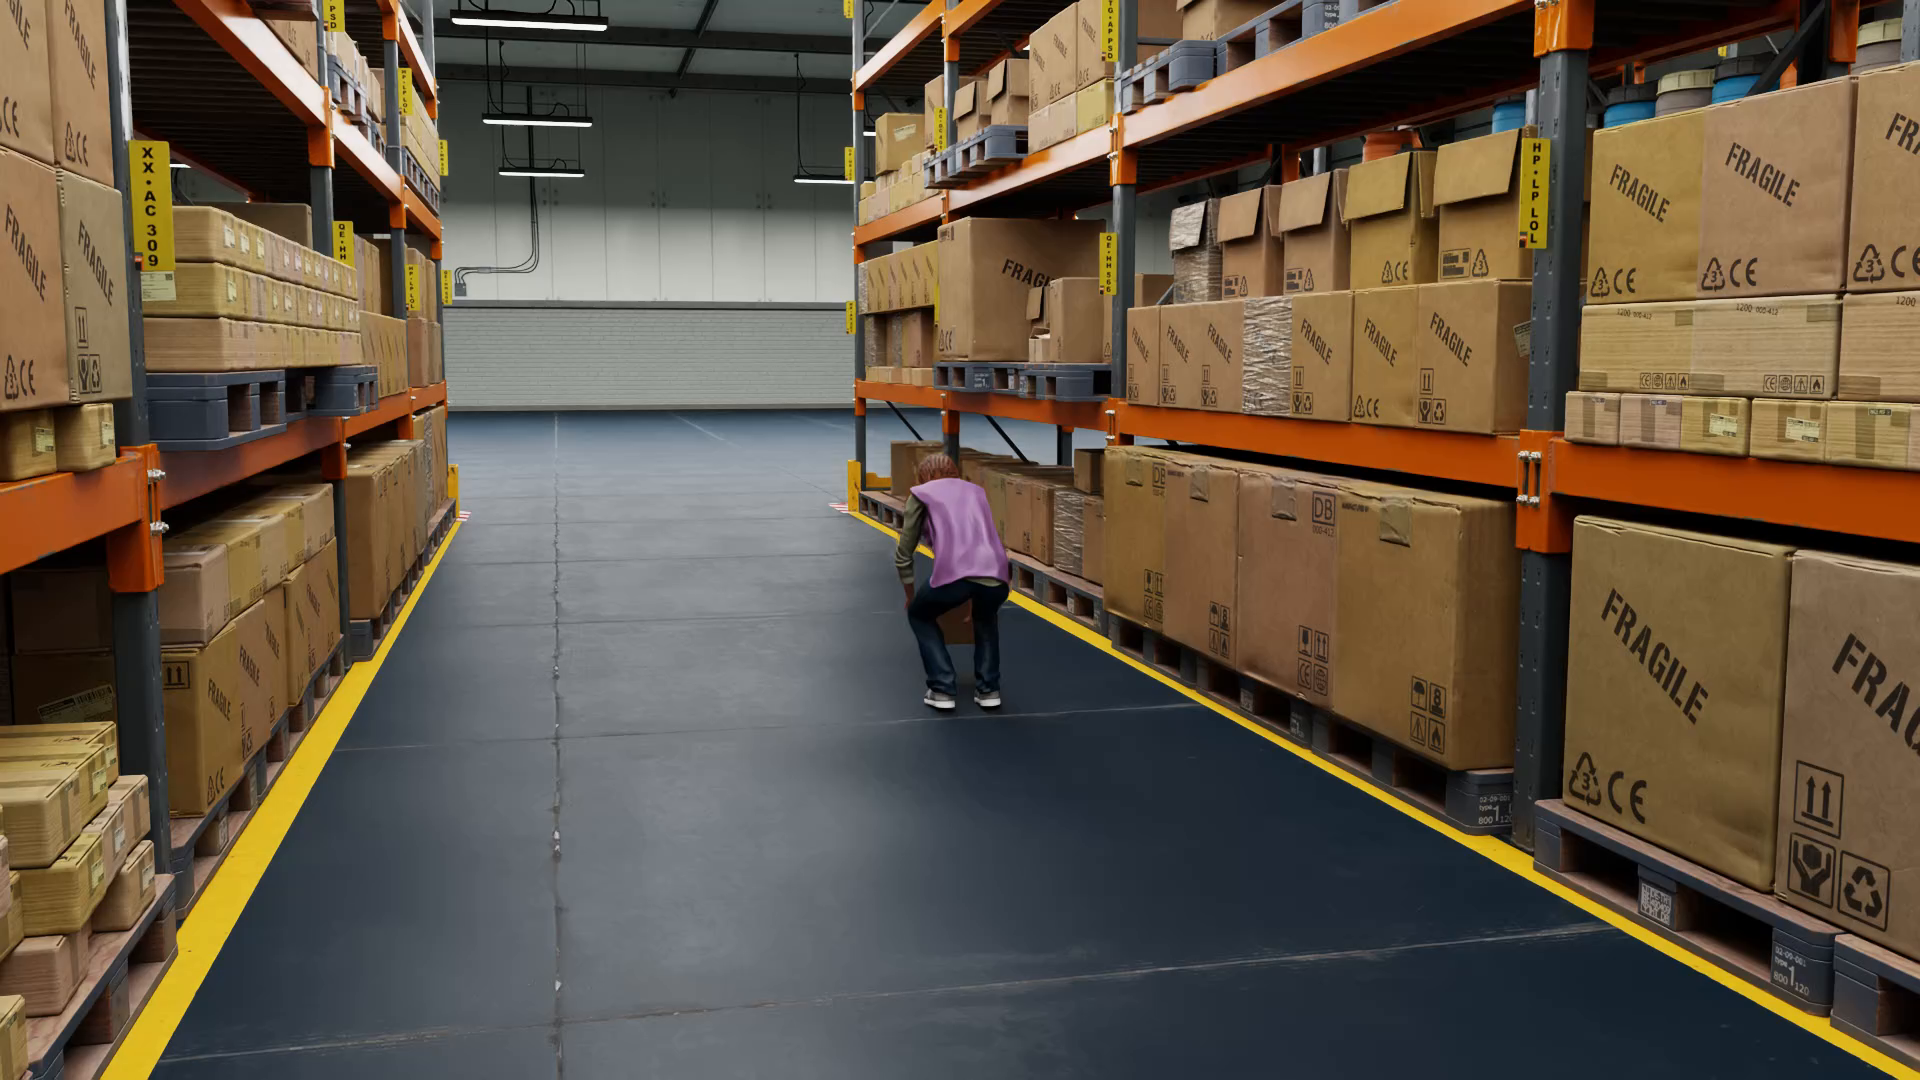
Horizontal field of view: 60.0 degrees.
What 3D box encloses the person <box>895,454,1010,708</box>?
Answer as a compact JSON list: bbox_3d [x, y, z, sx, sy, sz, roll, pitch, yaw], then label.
[{"bbox_3d":[-0.034,0.191,7.434,0.461,1.096,0.739,-1,6,-12],"label":"person"}]
